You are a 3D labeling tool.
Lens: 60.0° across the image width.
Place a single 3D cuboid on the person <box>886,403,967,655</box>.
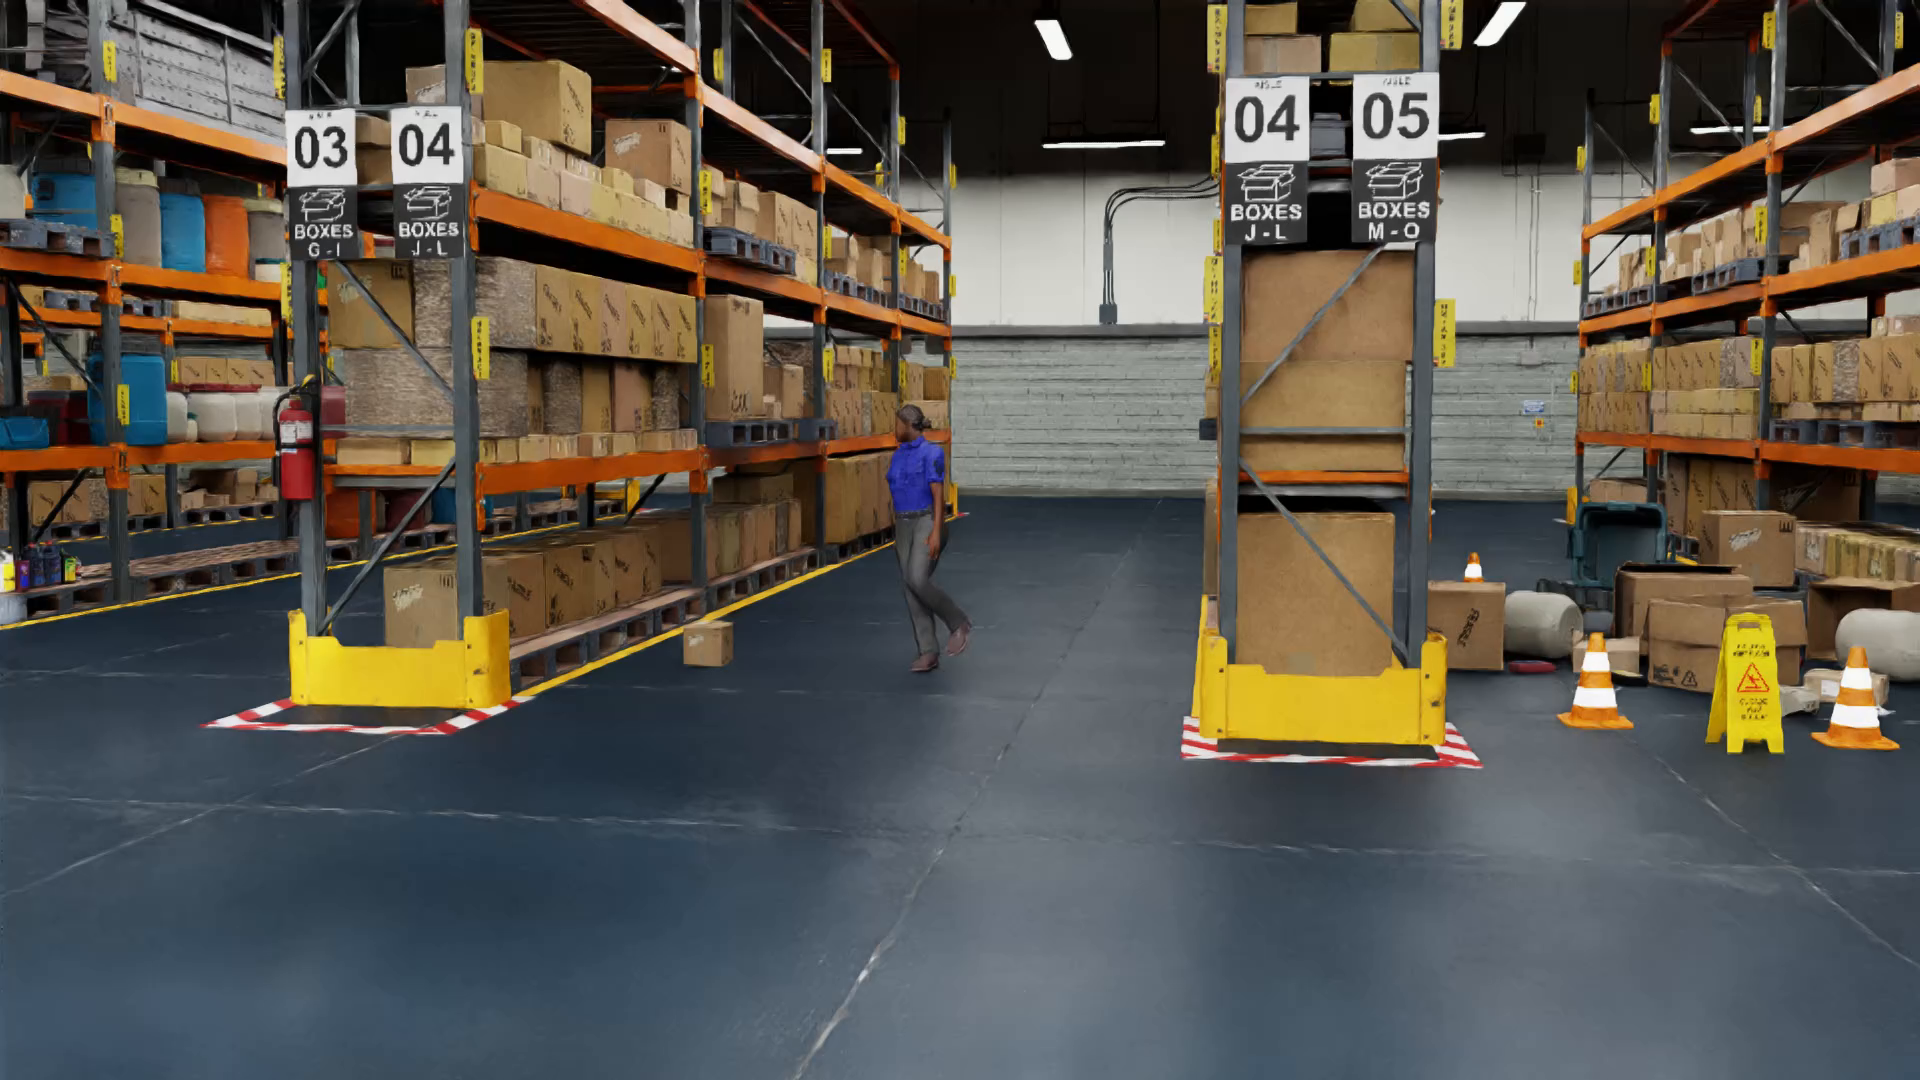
[{"bbox_3d":[-0.279,-0.056,10.328,0.555,1.580,0.432,4,6,42],"label":"person"}]
